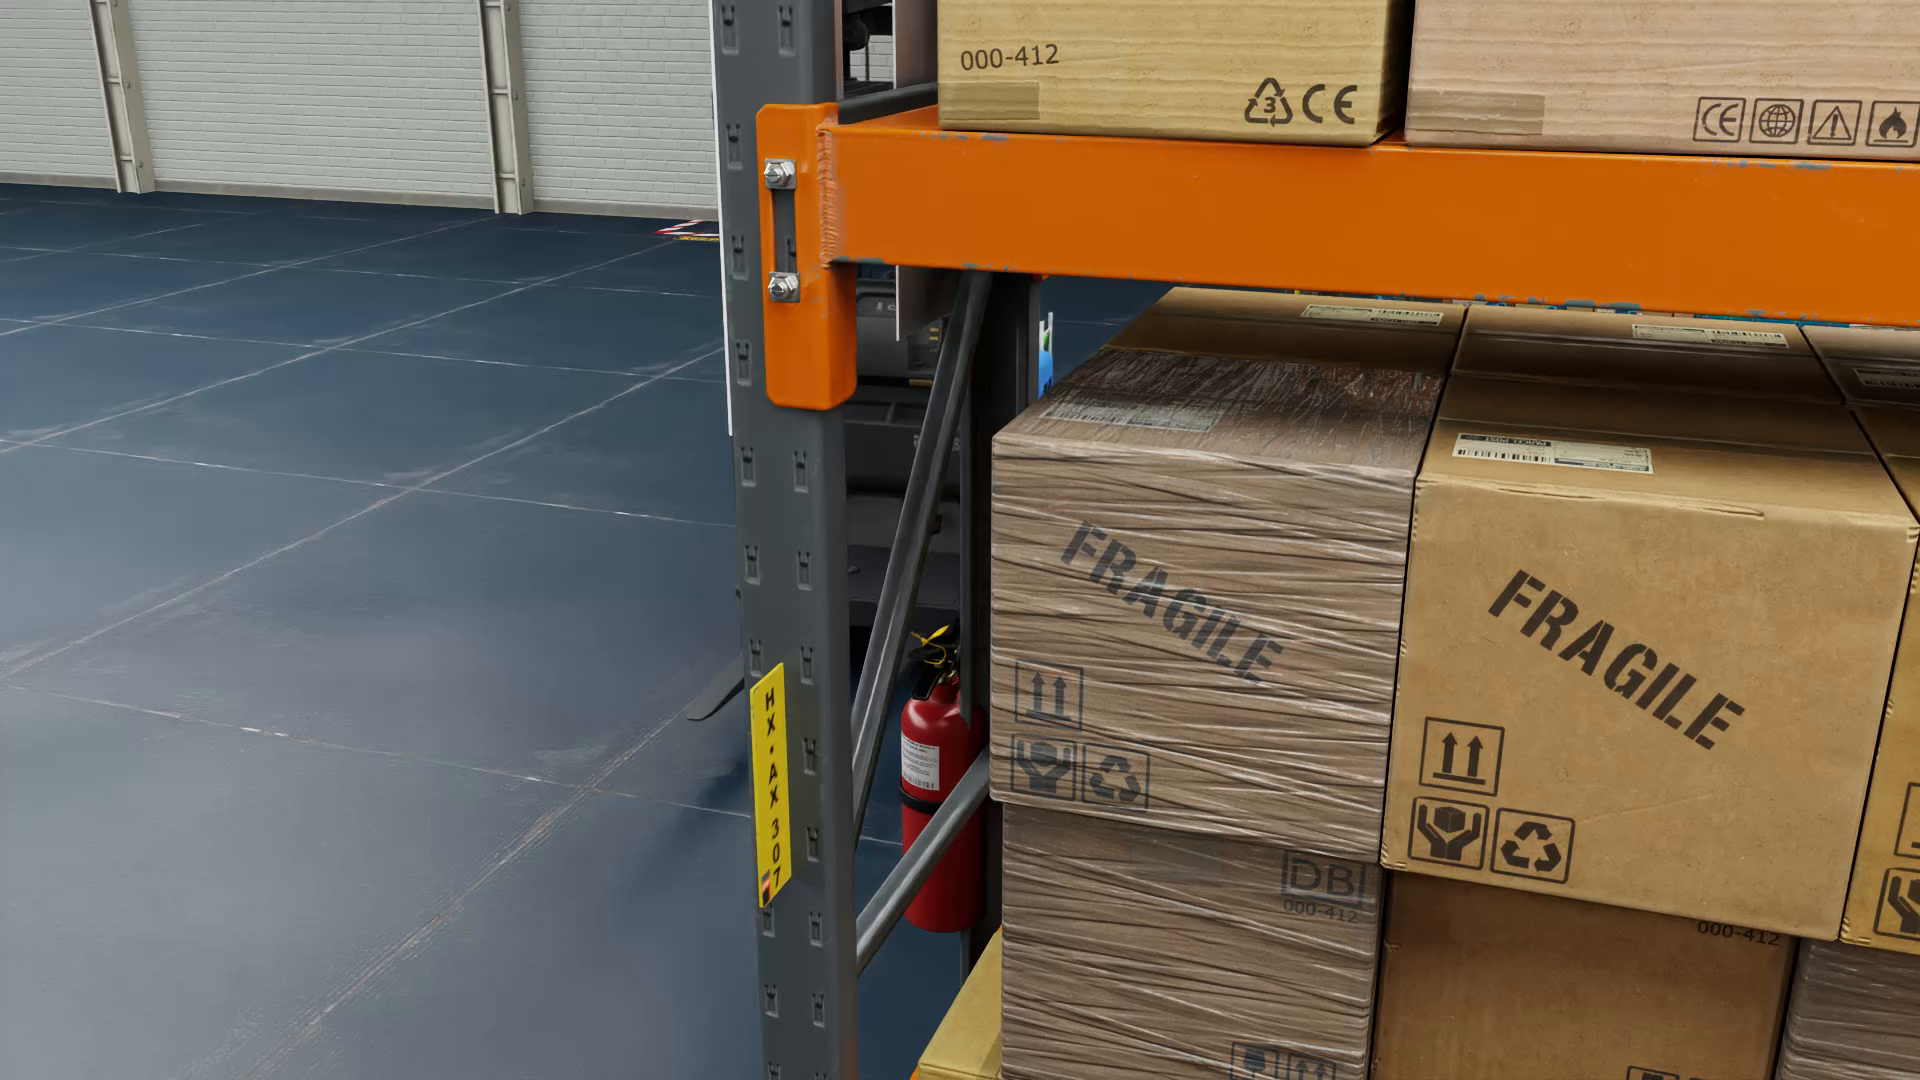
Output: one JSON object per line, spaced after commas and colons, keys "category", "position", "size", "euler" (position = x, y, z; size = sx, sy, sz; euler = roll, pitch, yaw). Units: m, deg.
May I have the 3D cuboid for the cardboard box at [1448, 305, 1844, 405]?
{"category": "cardboard box", "position": [0.999, -0.053, 2.547], "size": [0.500, 0.500, 0.500], "euler": [7, 20, 18]}

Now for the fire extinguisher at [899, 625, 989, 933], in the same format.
{"category": "fire extinguisher", "position": [-0.033, 0.453, 3.336], "size": [0.183, 0.674, 0.296], "euler": [7, 20, 18]}

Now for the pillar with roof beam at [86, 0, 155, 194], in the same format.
{"category": "pillar with roof beam", "position": [-12.670, -7.680, 17.437], "size": [0.400, 9.000, 9.100], "euler": [7, 20, 18]}

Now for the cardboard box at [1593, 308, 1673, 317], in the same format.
{"category": "cardboard box", "position": [4.562, -1.531, 11.311], "size": [0.500, 0.500, 0.500], "euler": [7, 20, 18]}

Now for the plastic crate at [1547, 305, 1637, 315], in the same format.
{"category": "plastic crate", "position": [2.732, -0.864, 7.225], "size": [0.408, 0.251, 0.499], "euler": [7, 20, 18]}

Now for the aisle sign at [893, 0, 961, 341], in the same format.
{"category": "aisle sign", "position": [-0.036, -0.755, 2.736], "size": [0.004, 0.787, 0.394], "euler": [7, 20, 18]}

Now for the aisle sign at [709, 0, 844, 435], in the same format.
{"category": "aisle sign", "position": [-0.233, -0.569, 2.201], "size": [0.004, 0.787, 0.394], "euler": [7, 20, 18]}

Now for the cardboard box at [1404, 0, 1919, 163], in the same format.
{"category": "cardboard box", "position": [0.784, -0.587, 1.874], "size": [0.500, 0.250, 0.500], "euler": [6, 20, 17]}

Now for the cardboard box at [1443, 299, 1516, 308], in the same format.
{"category": "cardboard box", "position": [3.783, -1.796, 12.071], "size": [0.500, 0.500, 0.500], "euler": [7, 20, 18]}

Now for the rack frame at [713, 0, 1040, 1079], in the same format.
{"category": "rack frame", "position": [-0.077, 0.573, 2.874], "size": [0.053, 2.616, 0.949], "euler": [7, 20, 18]}

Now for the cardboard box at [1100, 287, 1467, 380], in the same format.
{"category": "cardboard box", "position": [0.525, -0.105, 2.697], "size": [0.500, 0.500, 0.500], "euler": [7, 20, 18]}

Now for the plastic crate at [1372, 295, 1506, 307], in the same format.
{"category": "plastic crate", "position": [2.121, -0.936, 7.431], "size": [0.616, 0.251, 0.499], "euler": [7, 20, 18]}

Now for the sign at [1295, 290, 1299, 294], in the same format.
{"category": "sign", "position": [1.365, -0.928, 6.760], "size": [0.005, 0.325, 0.100], "euler": [7, 20, 18]}

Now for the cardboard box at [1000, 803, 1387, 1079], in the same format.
{"category": "cardboard box", "position": [0.435, 0.453, 2.617], "size": [0.500, 0.500, 0.875], "euler": [7, 20, 18]}

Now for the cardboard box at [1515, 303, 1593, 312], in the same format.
{"category": "cardboard box", "position": [4.085, -1.581, 11.454], "size": [0.500, 0.500, 0.500], "euler": [7, 20, 18]}

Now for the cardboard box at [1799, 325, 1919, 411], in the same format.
{"category": "cardboard box", "position": [1.471, 0.002, 2.390], "size": [0.500, 0.500, 0.500], "euler": [7, 20, 18]}

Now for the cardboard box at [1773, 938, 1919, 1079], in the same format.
{"category": "cardboard box", "position": [1.405, 0.537, 2.375], "size": [0.500, 0.500, 0.875], "euler": [7, 20, 18]}

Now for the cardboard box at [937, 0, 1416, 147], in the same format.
{"category": "cardboard box", "position": [0.295, -0.641, 2.028], "size": [0.500, 0.250, 0.500], "euler": [7, 20, 20]}

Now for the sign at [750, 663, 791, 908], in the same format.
{"category": "sign", "position": [-0.254, 0.332, 2.250], "size": [0.005, 0.325, 0.100], "euler": [7, 20, 18]}

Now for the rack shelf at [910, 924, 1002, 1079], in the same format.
{"category": "rack shelf", "position": [1.814, 1.128, 2.376], "size": [4.000, 0.370, 1.077], "euler": [7, 20, 18]}

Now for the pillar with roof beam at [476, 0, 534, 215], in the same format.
{"category": "pillar with roof beam", "position": [-7.002, -7.032, 15.578], "size": [0.400, 9.000, 9.100], "euler": [7, 20, 18]}

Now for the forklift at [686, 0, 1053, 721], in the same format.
{"category": "forklift", "position": [-0.361, -0.940, 7.319], "size": [1.130, 2.935, 3.031], "euler": [5, 20, 13]}

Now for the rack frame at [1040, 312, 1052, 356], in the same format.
{"category": "rack frame", "position": [0.460, -0.619, 9.028], "size": [0.015, 1.200, 0.240], "euler": [5, 20, 13]}

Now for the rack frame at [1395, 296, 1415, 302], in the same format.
{"category": "rack frame", "position": [3.179, -2.507, 11.712], "size": [0.127, 3.000, 1.000], "euler": [7, 20, 18]}

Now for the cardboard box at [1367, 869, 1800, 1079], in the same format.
{"category": "cardboard box", "position": [0.947, 0.469, 2.569], "size": [0.500, 0.500, 0.875], "euler": [7, 20, 18]}

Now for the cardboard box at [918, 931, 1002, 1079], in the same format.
{"category": "cardboard box", "position": [0.115, 0.796, 2.617], "size": [0.250, 0.149, 0.380], "euler": [7, 20, 18]}

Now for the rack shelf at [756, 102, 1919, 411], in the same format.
{"category": "rack shelf", "position": [1.814, -0.288, 1.882], "size": [4.000, 0.370, 1.077], "euler": [7, 20, 18]}

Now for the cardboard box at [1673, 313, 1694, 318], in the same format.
{"category": "cardboard box", "position": [5.028, -1.471, 11.140], "size": [0.500, 0.500, 0.500], "euler": [7, 20, 18]}

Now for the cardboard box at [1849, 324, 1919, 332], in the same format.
{"category": "cardboard box", "position": [5.979, -1.369, 10.847], "size": [0.500, 0.500, 0.500], "euler": [7, 20, 18]}

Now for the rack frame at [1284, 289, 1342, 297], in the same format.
{"category": "rack frame", "position": [1.550, -0.968, 7.295], "size": [0.127, 3.000, 1.000], "euler": [7, 20, 18]}

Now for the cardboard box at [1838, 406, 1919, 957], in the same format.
{"category": "cardboard box", "position": [1.297, 0.167, 1.919], "size": [0.500, 0.500, 0.500], "euler": [7, 20, 18]}

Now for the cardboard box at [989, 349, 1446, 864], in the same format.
{"category": "cardboard box", "position": [0.354, 0.057, 2.233], "size": [0.500, 0.500, 0.500], "euler": [7, 20, 18]}

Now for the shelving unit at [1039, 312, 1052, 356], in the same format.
{"category": "shelving unit", "position": [0.223, -0.639, 9.085], "size": [0.503, 1.200, 0.258], "euler": [5, 20, 13]}

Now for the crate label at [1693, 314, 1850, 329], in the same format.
{"category": "crate label", "position": [3.377, -0.870, 6.960], "size": [0.616, 0.435, 0.502], "euler": [7, 20, 18]}

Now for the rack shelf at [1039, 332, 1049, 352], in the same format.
{"category": "rack shelf", "position": [0.224, -1.032, 8.949], "size": [0.480, 0.148, 0.258], "euler": [5, 20, 13]}

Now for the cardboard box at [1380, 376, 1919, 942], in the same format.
{"category": "cardboard box", "position": [0.824, 0.113, 2.072], "size": [0.500, 0.500, 0.500], "euler": [7, 20, 18]}
